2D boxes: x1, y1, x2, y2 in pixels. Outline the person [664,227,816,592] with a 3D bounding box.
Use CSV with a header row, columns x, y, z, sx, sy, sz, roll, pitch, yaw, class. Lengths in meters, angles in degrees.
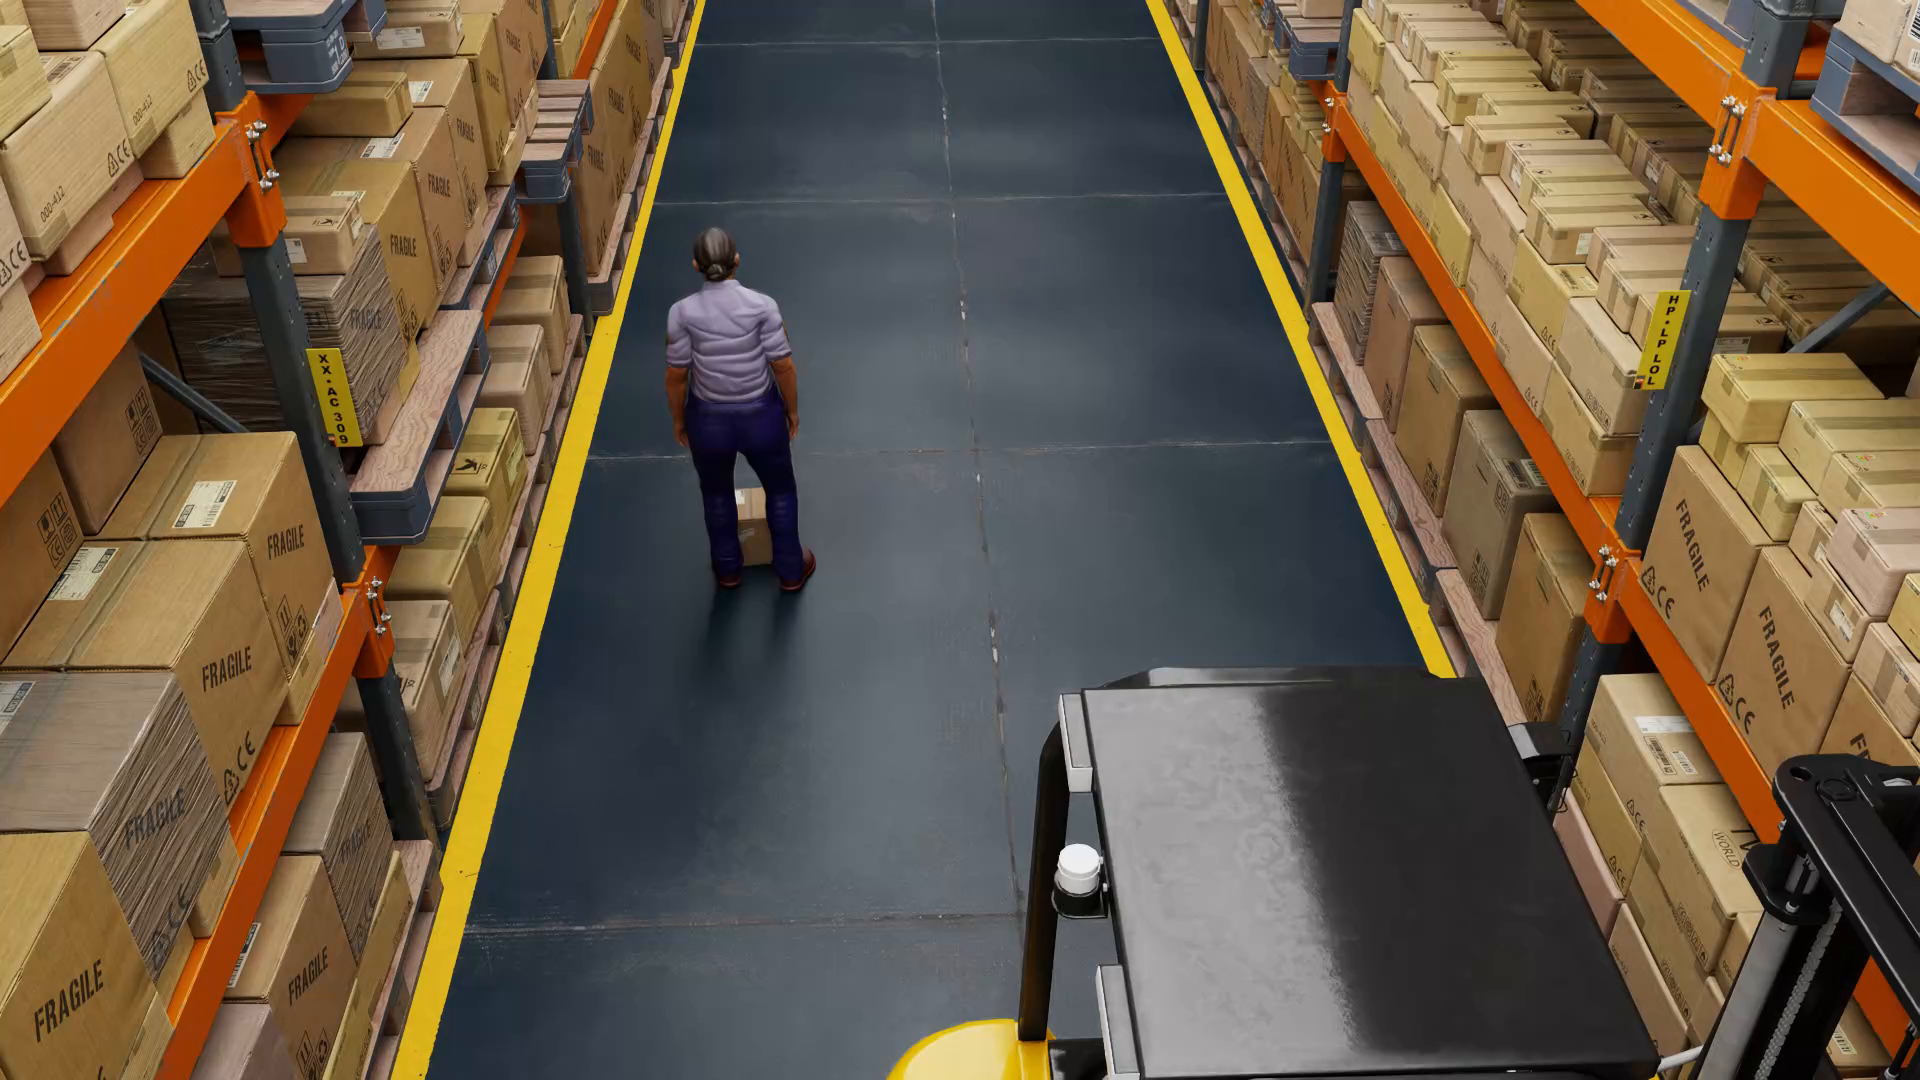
x,y,z,sx,sy,sz,roll,pitch,yaw,class
-0.913,-0.506,6.868,0.556,1.647,0.425,-3,36,-5,person
